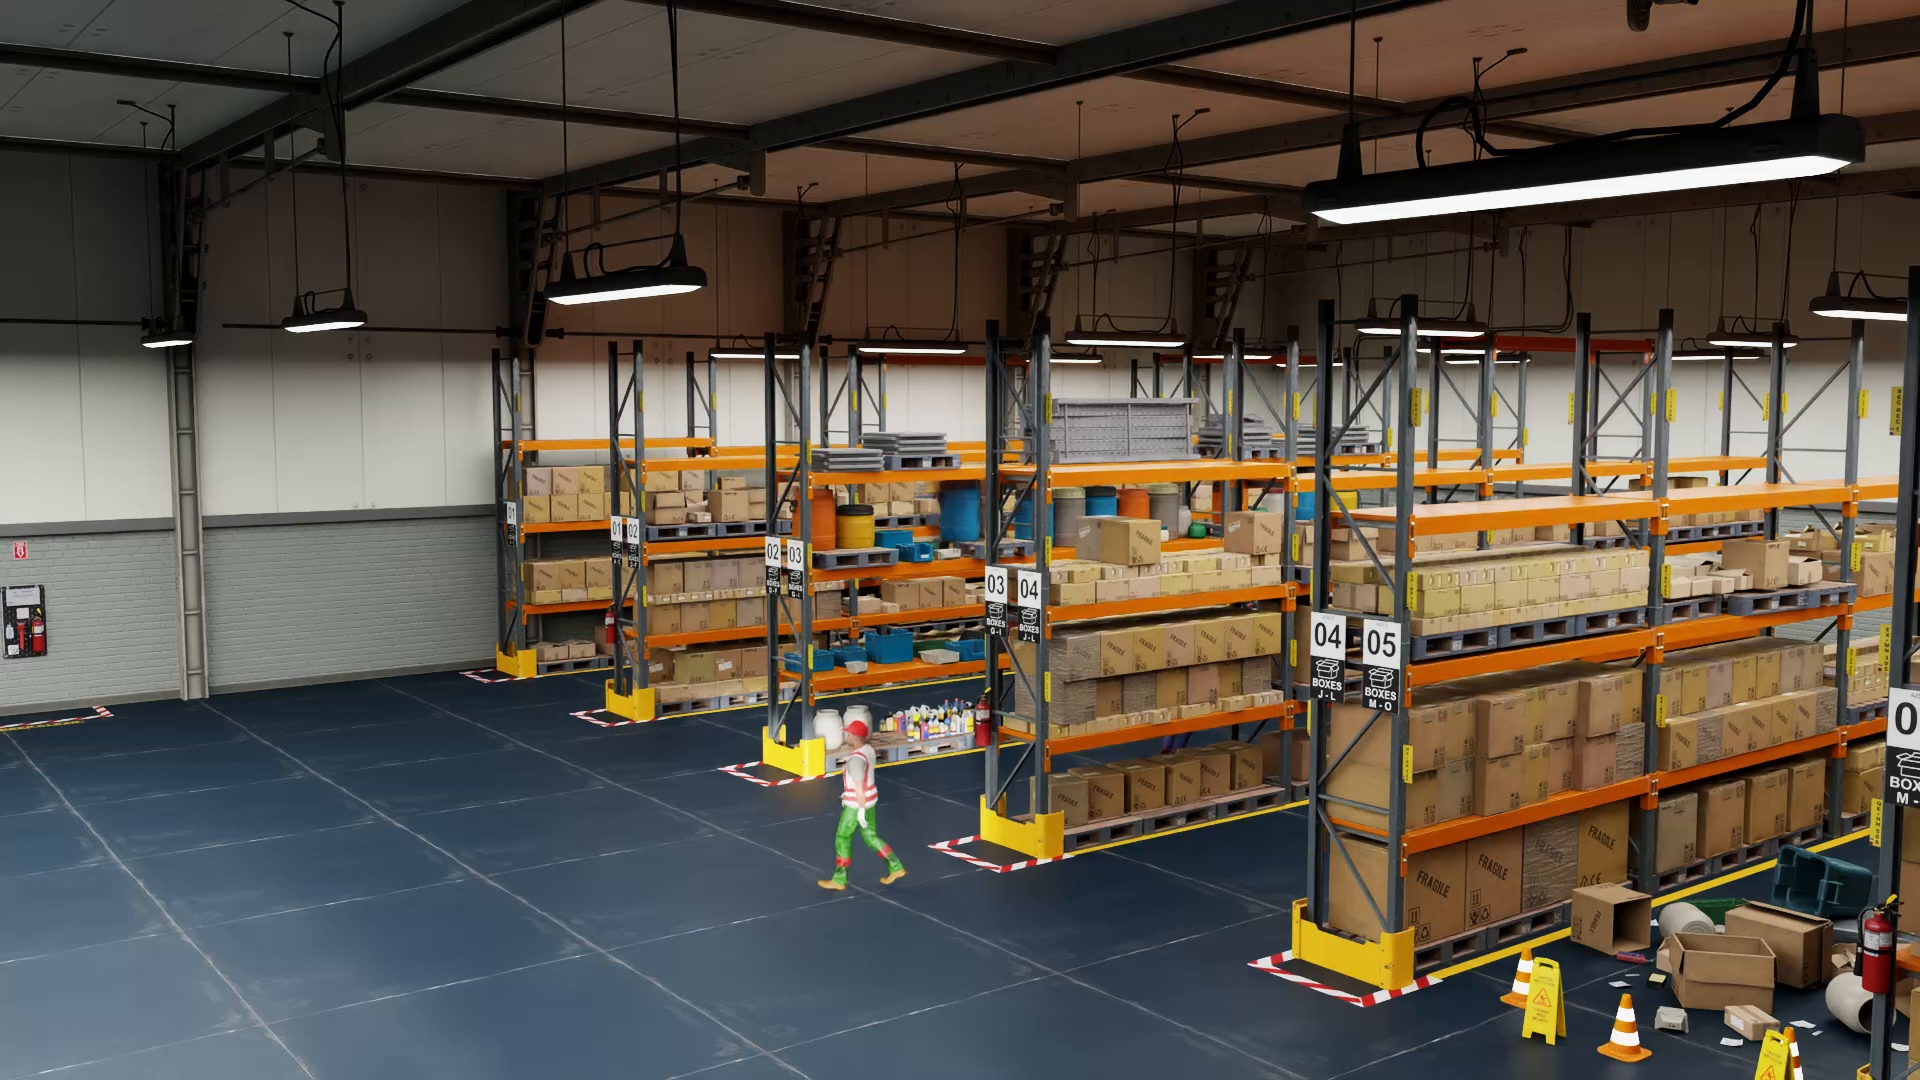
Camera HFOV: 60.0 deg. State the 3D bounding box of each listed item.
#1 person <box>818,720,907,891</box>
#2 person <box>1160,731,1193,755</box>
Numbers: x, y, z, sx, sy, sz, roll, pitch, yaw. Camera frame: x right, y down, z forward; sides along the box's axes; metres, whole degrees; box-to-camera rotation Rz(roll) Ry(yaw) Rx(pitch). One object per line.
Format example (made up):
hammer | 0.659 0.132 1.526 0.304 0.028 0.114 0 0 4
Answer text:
person | -1.023 2.762 17.343 0.862 1.775 0.528 2 5 19
person | 3.000 2.208 22.578 0.538 1.616 0.483 3 6 30
